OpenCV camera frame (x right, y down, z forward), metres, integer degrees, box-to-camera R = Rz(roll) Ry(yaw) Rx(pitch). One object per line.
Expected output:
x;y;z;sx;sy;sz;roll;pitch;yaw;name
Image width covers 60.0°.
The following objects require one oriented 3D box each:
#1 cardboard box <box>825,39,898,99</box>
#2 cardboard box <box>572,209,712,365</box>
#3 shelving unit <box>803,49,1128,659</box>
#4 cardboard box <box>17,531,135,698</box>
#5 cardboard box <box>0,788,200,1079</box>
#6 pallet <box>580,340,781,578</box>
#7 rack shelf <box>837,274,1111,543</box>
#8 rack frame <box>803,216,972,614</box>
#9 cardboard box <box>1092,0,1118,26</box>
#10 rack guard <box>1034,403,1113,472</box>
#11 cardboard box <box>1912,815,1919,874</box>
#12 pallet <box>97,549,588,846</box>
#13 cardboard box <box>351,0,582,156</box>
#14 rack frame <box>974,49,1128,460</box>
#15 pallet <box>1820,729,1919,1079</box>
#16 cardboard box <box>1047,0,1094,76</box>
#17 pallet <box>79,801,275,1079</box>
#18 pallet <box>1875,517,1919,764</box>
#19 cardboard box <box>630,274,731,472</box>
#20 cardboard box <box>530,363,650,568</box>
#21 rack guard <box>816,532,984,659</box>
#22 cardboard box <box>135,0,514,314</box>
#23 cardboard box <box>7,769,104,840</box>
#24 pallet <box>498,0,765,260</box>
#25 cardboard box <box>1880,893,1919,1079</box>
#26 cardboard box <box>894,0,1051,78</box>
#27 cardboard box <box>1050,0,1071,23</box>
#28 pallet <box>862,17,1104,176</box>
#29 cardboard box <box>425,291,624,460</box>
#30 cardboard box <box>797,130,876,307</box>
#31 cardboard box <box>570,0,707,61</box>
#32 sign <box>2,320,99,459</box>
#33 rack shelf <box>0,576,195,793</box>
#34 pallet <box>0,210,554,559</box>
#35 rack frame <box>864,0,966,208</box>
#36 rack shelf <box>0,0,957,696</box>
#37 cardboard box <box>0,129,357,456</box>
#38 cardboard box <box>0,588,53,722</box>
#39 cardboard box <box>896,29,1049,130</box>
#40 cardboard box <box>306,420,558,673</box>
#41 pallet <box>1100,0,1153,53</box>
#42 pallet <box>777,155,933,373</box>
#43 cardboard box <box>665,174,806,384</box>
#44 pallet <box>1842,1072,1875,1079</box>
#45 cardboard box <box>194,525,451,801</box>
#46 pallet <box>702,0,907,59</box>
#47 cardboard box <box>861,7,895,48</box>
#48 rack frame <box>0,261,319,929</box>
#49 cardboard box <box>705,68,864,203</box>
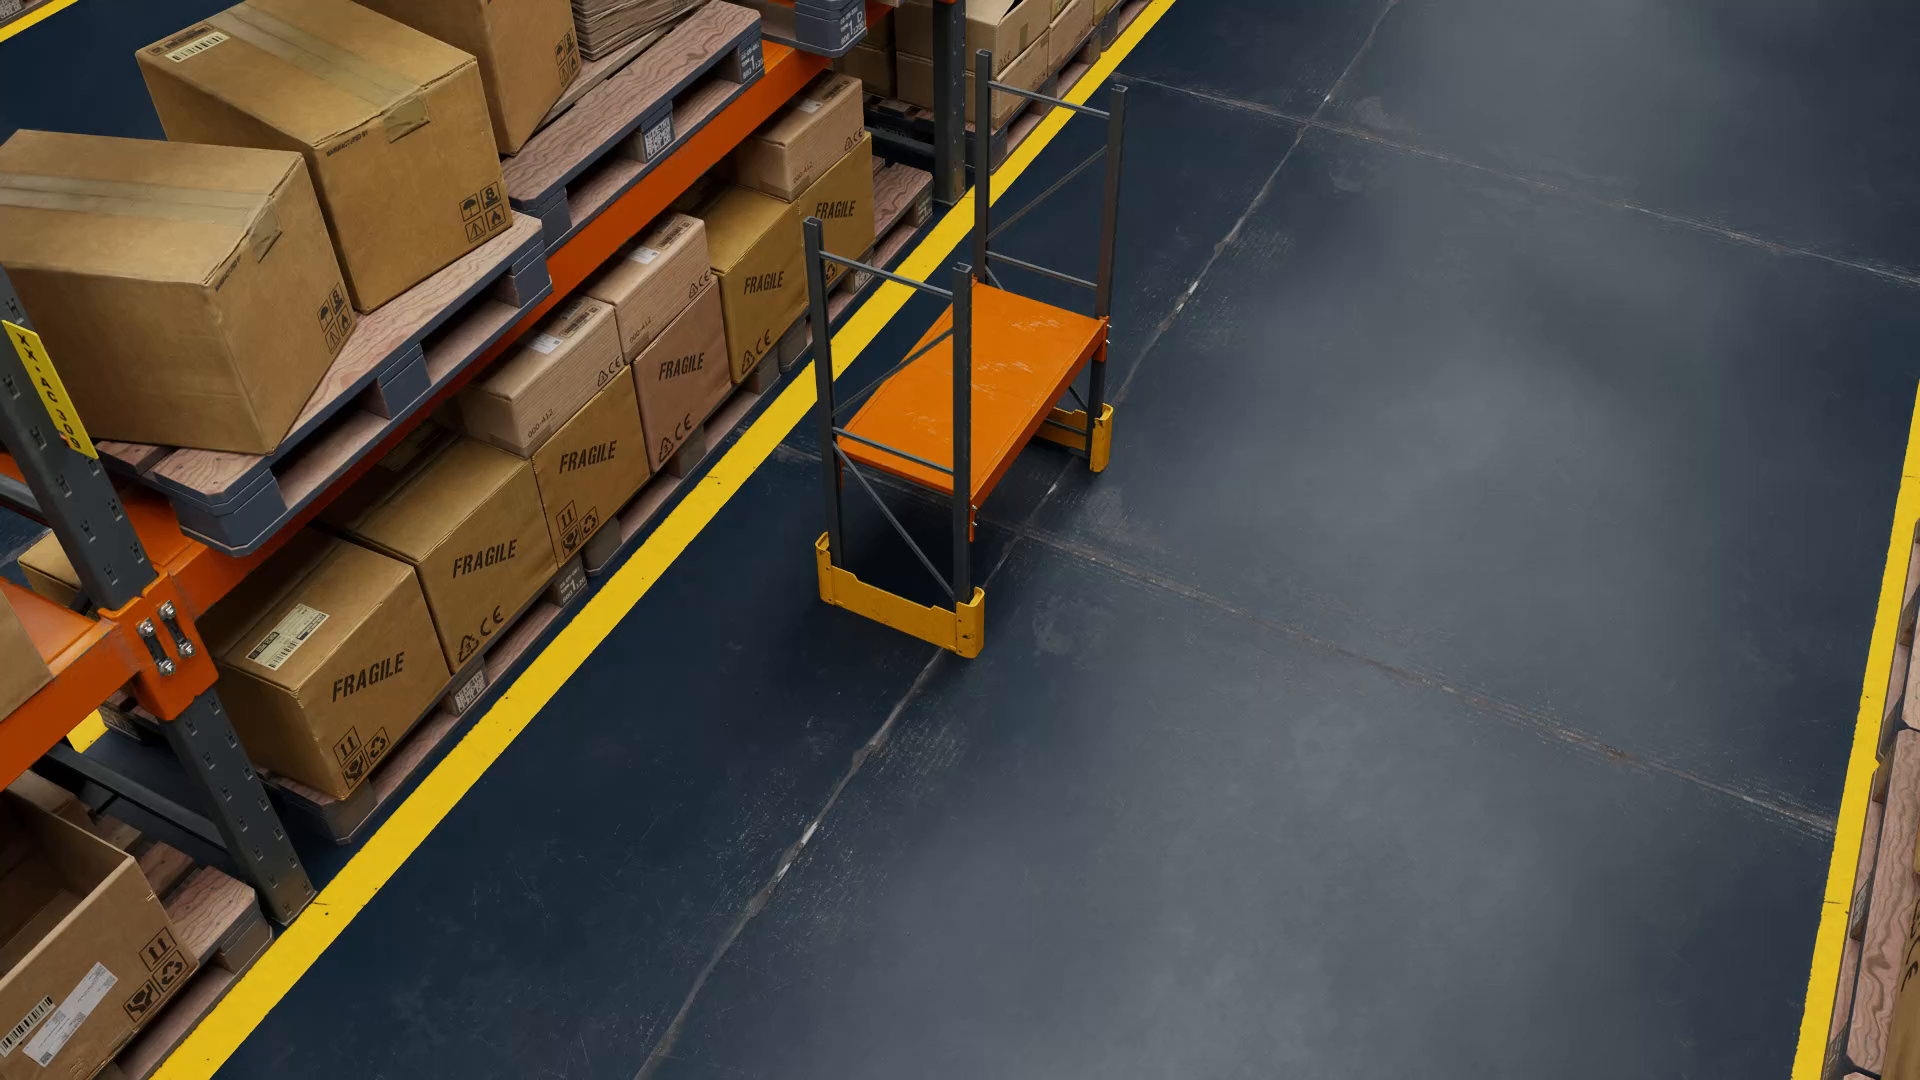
-0.418;-2.280;7.532;0.500;0.250;0.500;22;49;20;cardboard box
-1.166;-0.877;5.429;0.500;0.250;0.500;20;49;18;cardboard box
0.035;-0.575;5.264;0.587;1.500;1.083;20;49;19;shelving unit
-2.328;0.151;4.940;0.500;0.500;0.500;20;49;19;cardboard box
-2.316;1.009;4.091;0.500;0.500;0.500;20;49;19;cardboard box
-1.394;-0.483;6.079;1.003;0.211;1.213;20;49;19;pallet
0.040;-0.455;5.398;0.538;0.185;1.000;20;49;19;rack shelf
-0.196;-0.261;4.953;0.500;1.500;0.032;20;49;19;rack frame
0.526;-2.748;7.994;0.500;0.250;0.500;19;48;18;cardboard box
0.267;-0.450;6.019;0.587;0.250;0.087;20;49;19;rack guard
3.073;0.524;4.339;0.750;0.750;0.750;20;49;19;cardboard box
-1.959;0.288;5.317;1.003;0.211;1.213;20;49;19;pallet
-1.538;-1.483;4.741;0.700;0.500;0.500;9;46;9;cardboard box
0.276;-0.901;5.586;0.500;1.500;0.032;20;49;19;rack frame
2.943;1.164;4.451;1.003;0.211;1.213;20;49;19;pallet
0.290;-2.418;7.669;0.500;0.250;0.500;19;48;18;cardboard box
-2.623;1.245;4.371;1.003;0.211;1.213;20;49;19;pallet
3.510;0.398;5.208;1.003;0.211;1.213;20;49;19;pallet
-1.151;-0.638;5.719;0.500;0.500;0.500;19;48;18;cardboard box
-1.386;-0.319;5.405;0.500;0.500;0.500;21;49;20;cardboard box
-0.196;0.178;5.398;0.587;0.250;0.087;20;49;19;rack guard
-1.622;-1.029;4.292;0.700;0.500;0.500;28;52;25;cardboard box
-2.689;0.816;4.415;0.500;0.311;0.500;20;49;19;cardboard box
-1.345;-1.393;5.153;1.003;0.211;1.213;20;49;19;pallet
2.683;1.061;3.809;0.750;0.750;0.750;22;49;20;cardboard box
0.057;-2.298;7.156;0.500;0.311;0.500;22;49;20;cardboard box
0.293;-2.632;7.486;0.500;0.311;0.500;19;48;18;cardboard box
-0.029;-2.213;7.788;1.003;0.211;1.213;20;49;19;pallet
-1.398;-0.561;5.116;0.500;0.250;0.500;21;49;19;cardboard box
-0.672;-1.296;6.370;0.500;0.500;0.500;22;49;21;cardboard box
-1.232;-1.923;5.176;0.700;0.500;0.500;30;52;26;cardboard box
-1.819;-0.297;3.326;0.100;0.325;0.005;20;49;19;sign
-3.231;1.346;2.817;1.077;0.370;4.000;20;49;19;rack shelf
-1.835;-0.567;4.336;1.003;0.211;1.213;20;49;19;pallet
-0.446;-2.687;6.297;1.000;3.000;0.127;20;49;19;rack frame
-1.375;-1.174;5.307;1.077;0.370;4.000;20;49;19;rack shelf
-1.885;-0.574;3.843;0.700;0.500;0.500;6;46;6;cardboard box
-2.308;0.197;3.376;0.500;0.500;0.500;21;49;20;cardboard box
0.057;-2.101;7.356;0.500;0.250;0.500;20;49;19;cardboard box
-1.625;-0.007;5.096;0.500;0.500;0.500;21;49;20;cardboard box
0.538;-2.978;8.545;1.003;0.211;1.213;20;49;19;pallet
-0.826;-1.249;6.836;1.003;0.211;1.213;20;49;19;pallet
-0.913;-0.970;6.048;0.500;0.500;0.500;19;48;18;cardboard box
2.378;1.935;3.689;1.003;0.211;1.213;20;49;19;pallet
-1.863;0.333;4.760;0.500;0.500;0.500;18;48;17;cardboard box
-0.699;-2.169;5.920;1.213;0.211;1.003;20;49;19;pallet
-0.421;-2.477;7.332;0.500;0.311;0.500;22;49;20;cardboard box
-2.303;-0.167;3.806;1.000;3.000;0.127;20;49;19;rack frame
-0.695;-1.523;6.067;0.500;0.250;0.500;22;49;21;cardboard box
